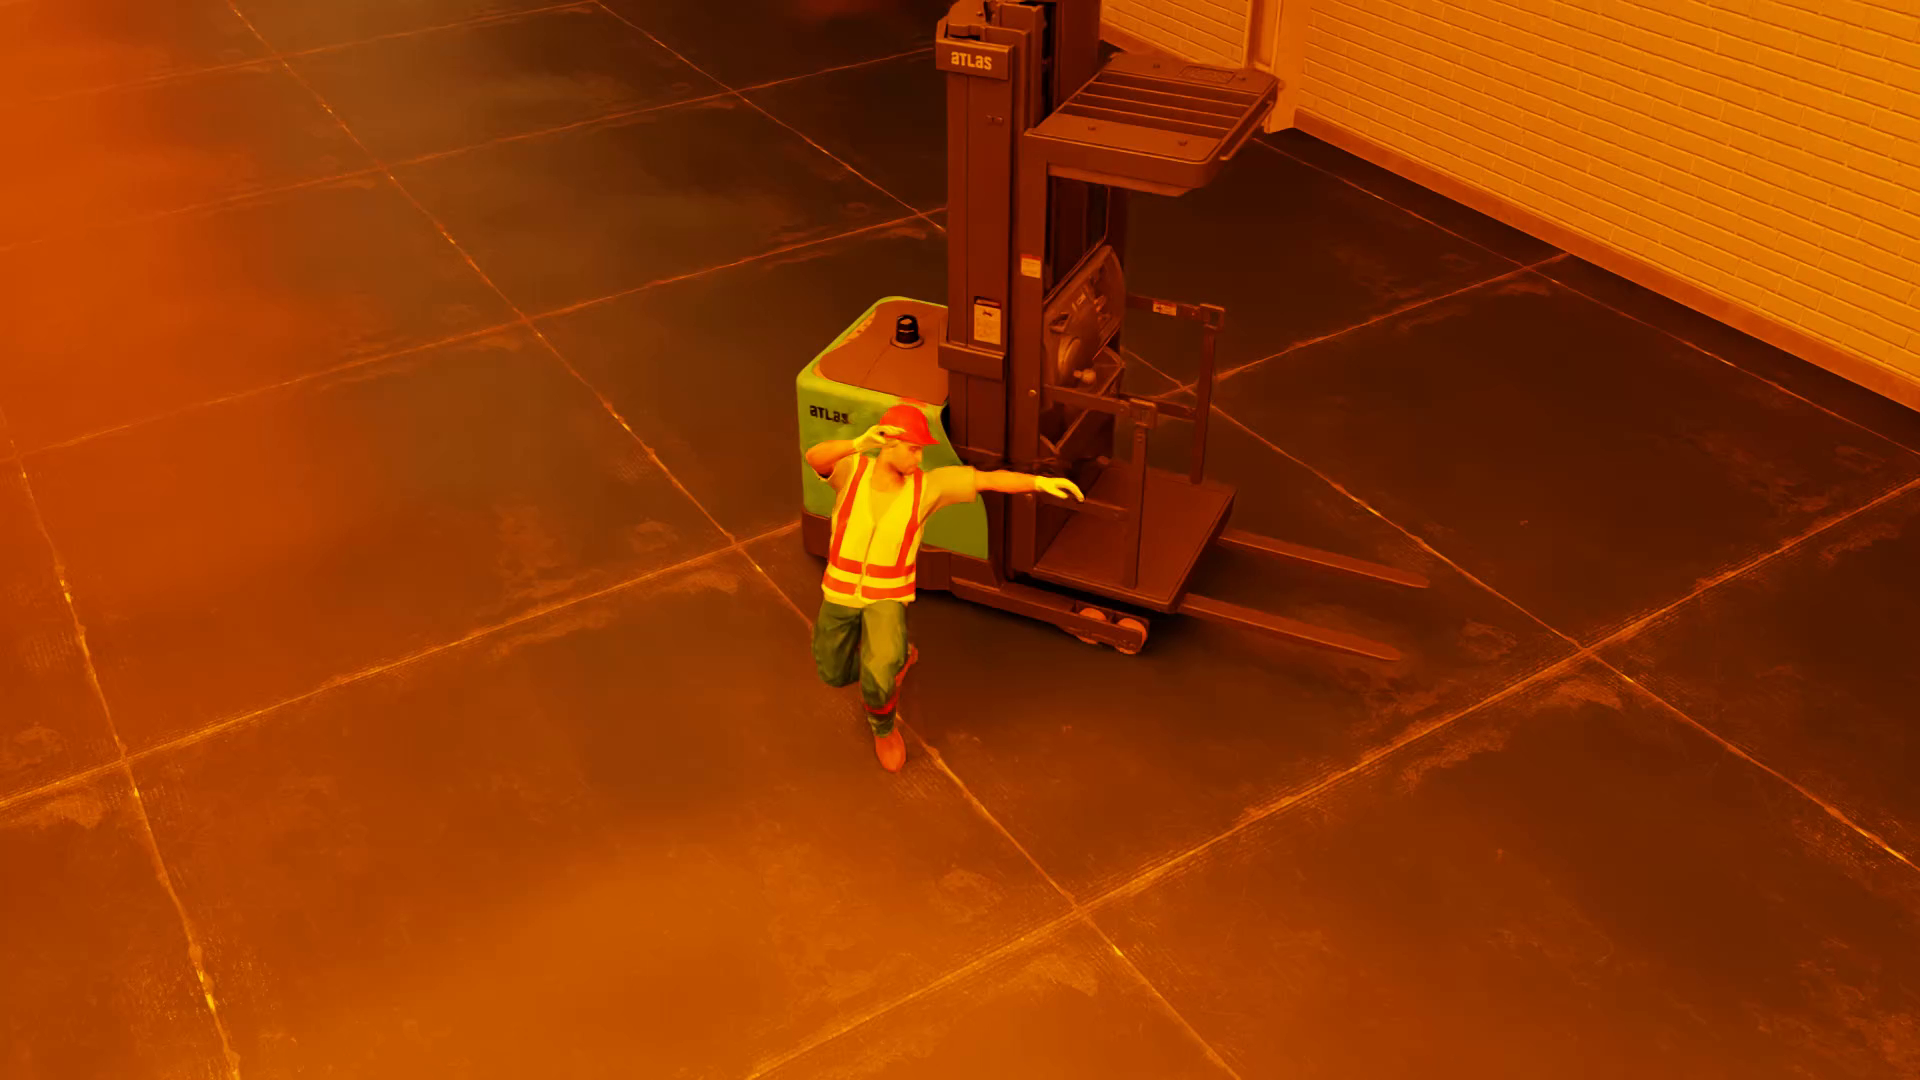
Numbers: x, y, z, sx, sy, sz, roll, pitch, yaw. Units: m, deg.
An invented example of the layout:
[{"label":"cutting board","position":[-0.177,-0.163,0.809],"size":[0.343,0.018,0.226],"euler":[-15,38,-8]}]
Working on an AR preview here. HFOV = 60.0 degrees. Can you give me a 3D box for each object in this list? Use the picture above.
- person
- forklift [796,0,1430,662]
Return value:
[{"label":"person","position":[-0.107,0.226,7.019],"size":[1.112,1.595,0.863],"euler":[10,36,13]},{"label":"forklift","position":[0.757,-1.006,7.580],"size":[3.031,2.935,1.130],"euler":[15,38,20]}]
